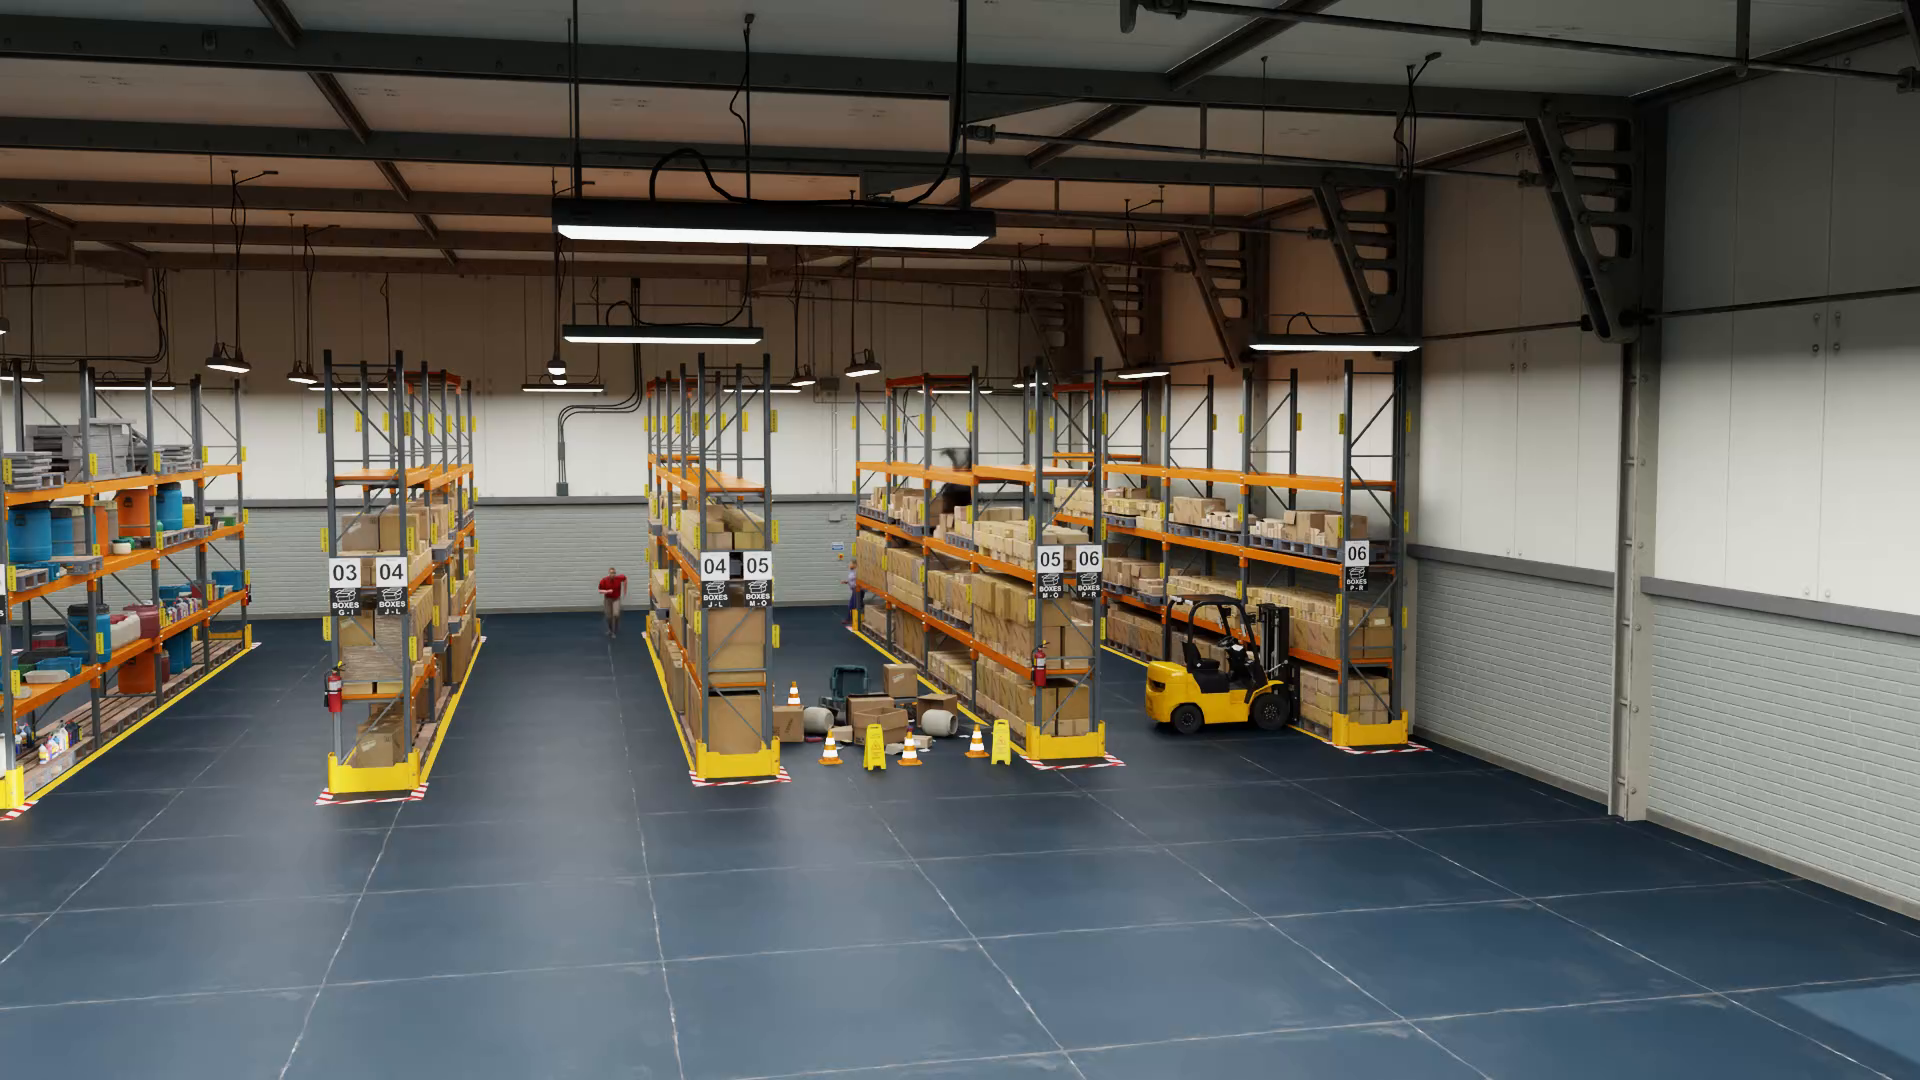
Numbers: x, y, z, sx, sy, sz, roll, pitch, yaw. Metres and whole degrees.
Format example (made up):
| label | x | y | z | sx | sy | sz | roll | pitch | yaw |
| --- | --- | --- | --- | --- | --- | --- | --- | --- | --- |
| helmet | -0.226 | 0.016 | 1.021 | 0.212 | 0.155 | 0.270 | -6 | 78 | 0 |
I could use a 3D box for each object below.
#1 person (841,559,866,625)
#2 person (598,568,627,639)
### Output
| label | x | y | z | sx | sy | sz | roll | pitch | yaw |
| --- | --- | --- | --- | --- | --- | --- | --- | --- | --- |
| person | -2.512 | 1.283 | 41.492 | 1.000 | 1.607 | 0.578 | -1 | 4 | -17 |
| person | -8.135 | 1.497 | 38.989 | 0.674 | 1.738 | 0.955 | -1 | 4 | -14 |
